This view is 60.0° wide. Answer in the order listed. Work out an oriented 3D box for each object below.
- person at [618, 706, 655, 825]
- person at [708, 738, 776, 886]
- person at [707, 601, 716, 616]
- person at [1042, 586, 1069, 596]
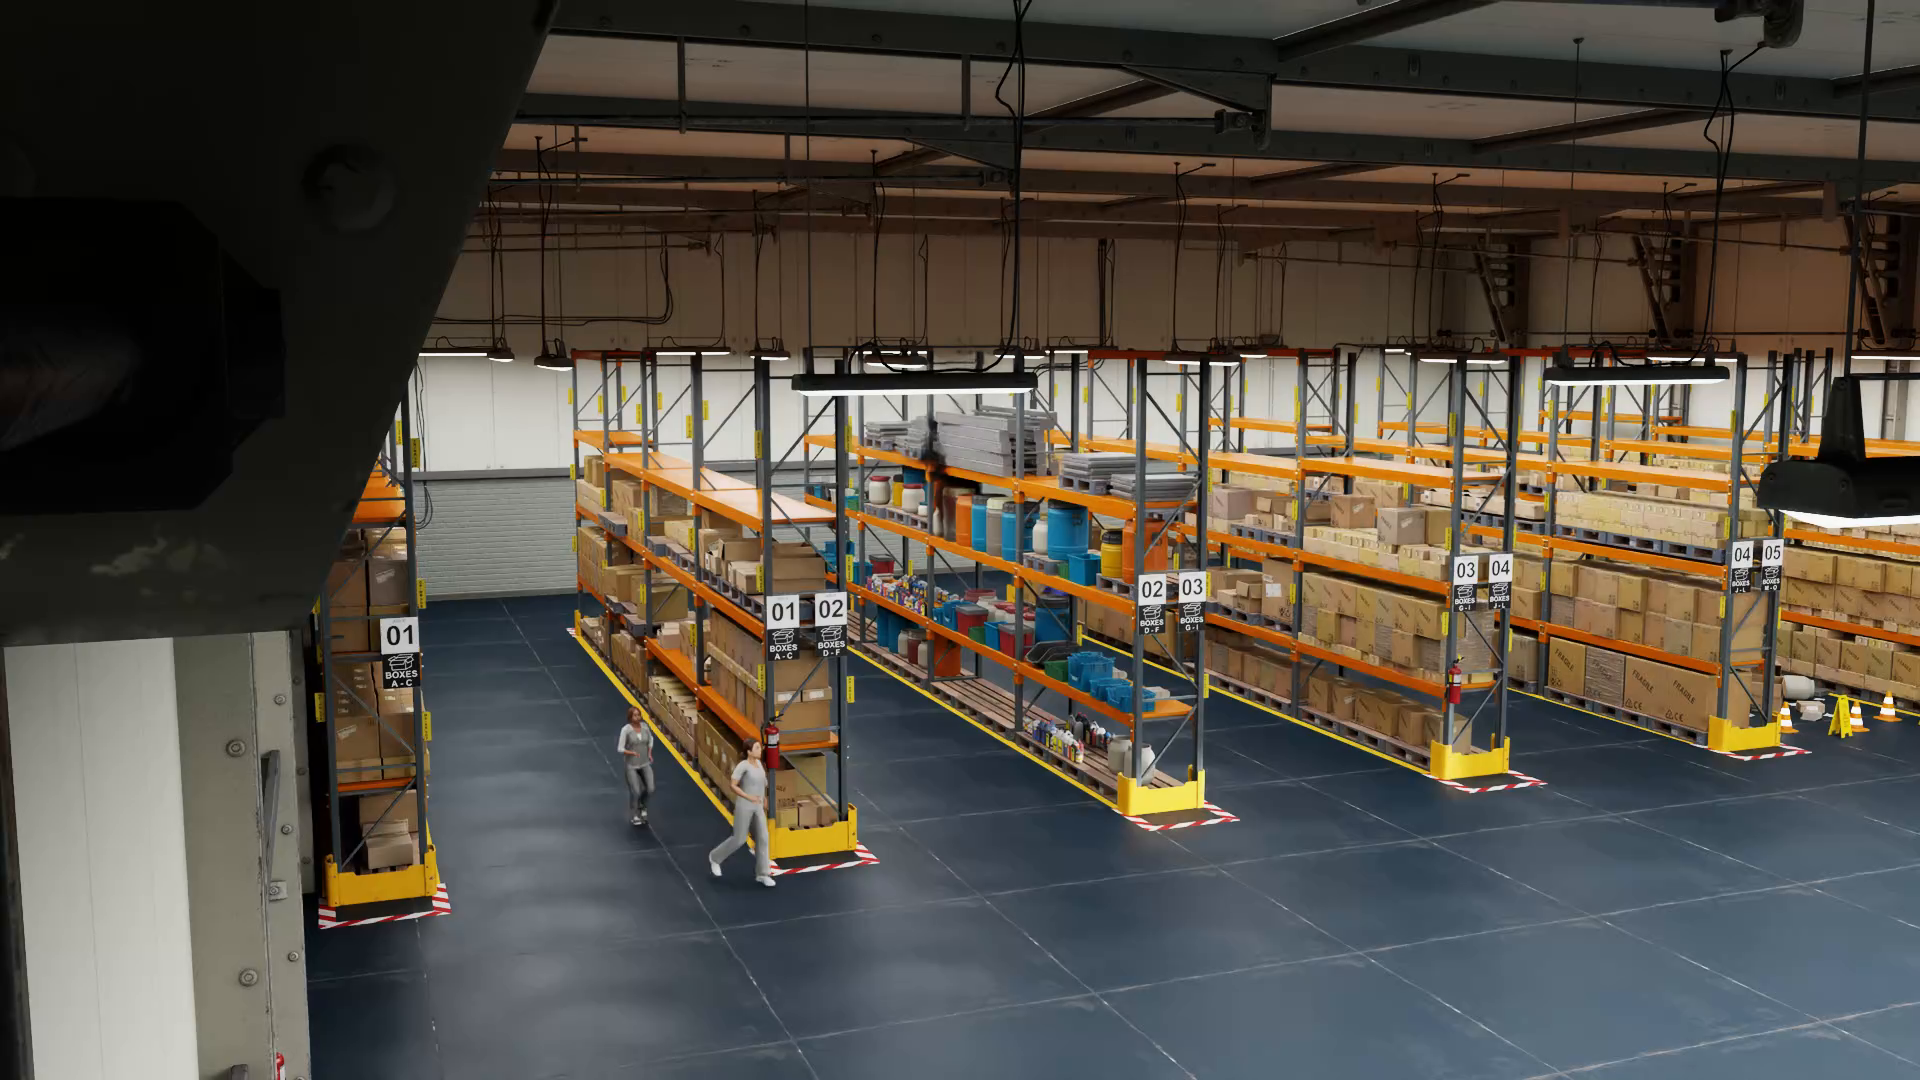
[{"bbox_3d":[-4.104,2.905,21.288,0.521,1.561,0.570,-4,8,-29],"label":"person"},{"bbox_3d":[-2.417,3.111,19.288,0.954,1.635,0.635,5,9,33],"label":"person"},{"bbox_3d":[-5.146,1.261,34.300,0.589,1.677,0.612,-5,9,-37],"label":"person"},{"bbox_3d":[1.965,1.415,33.083,0.570,1.597,0.659,-2,7,-18],"label":"person"}]
